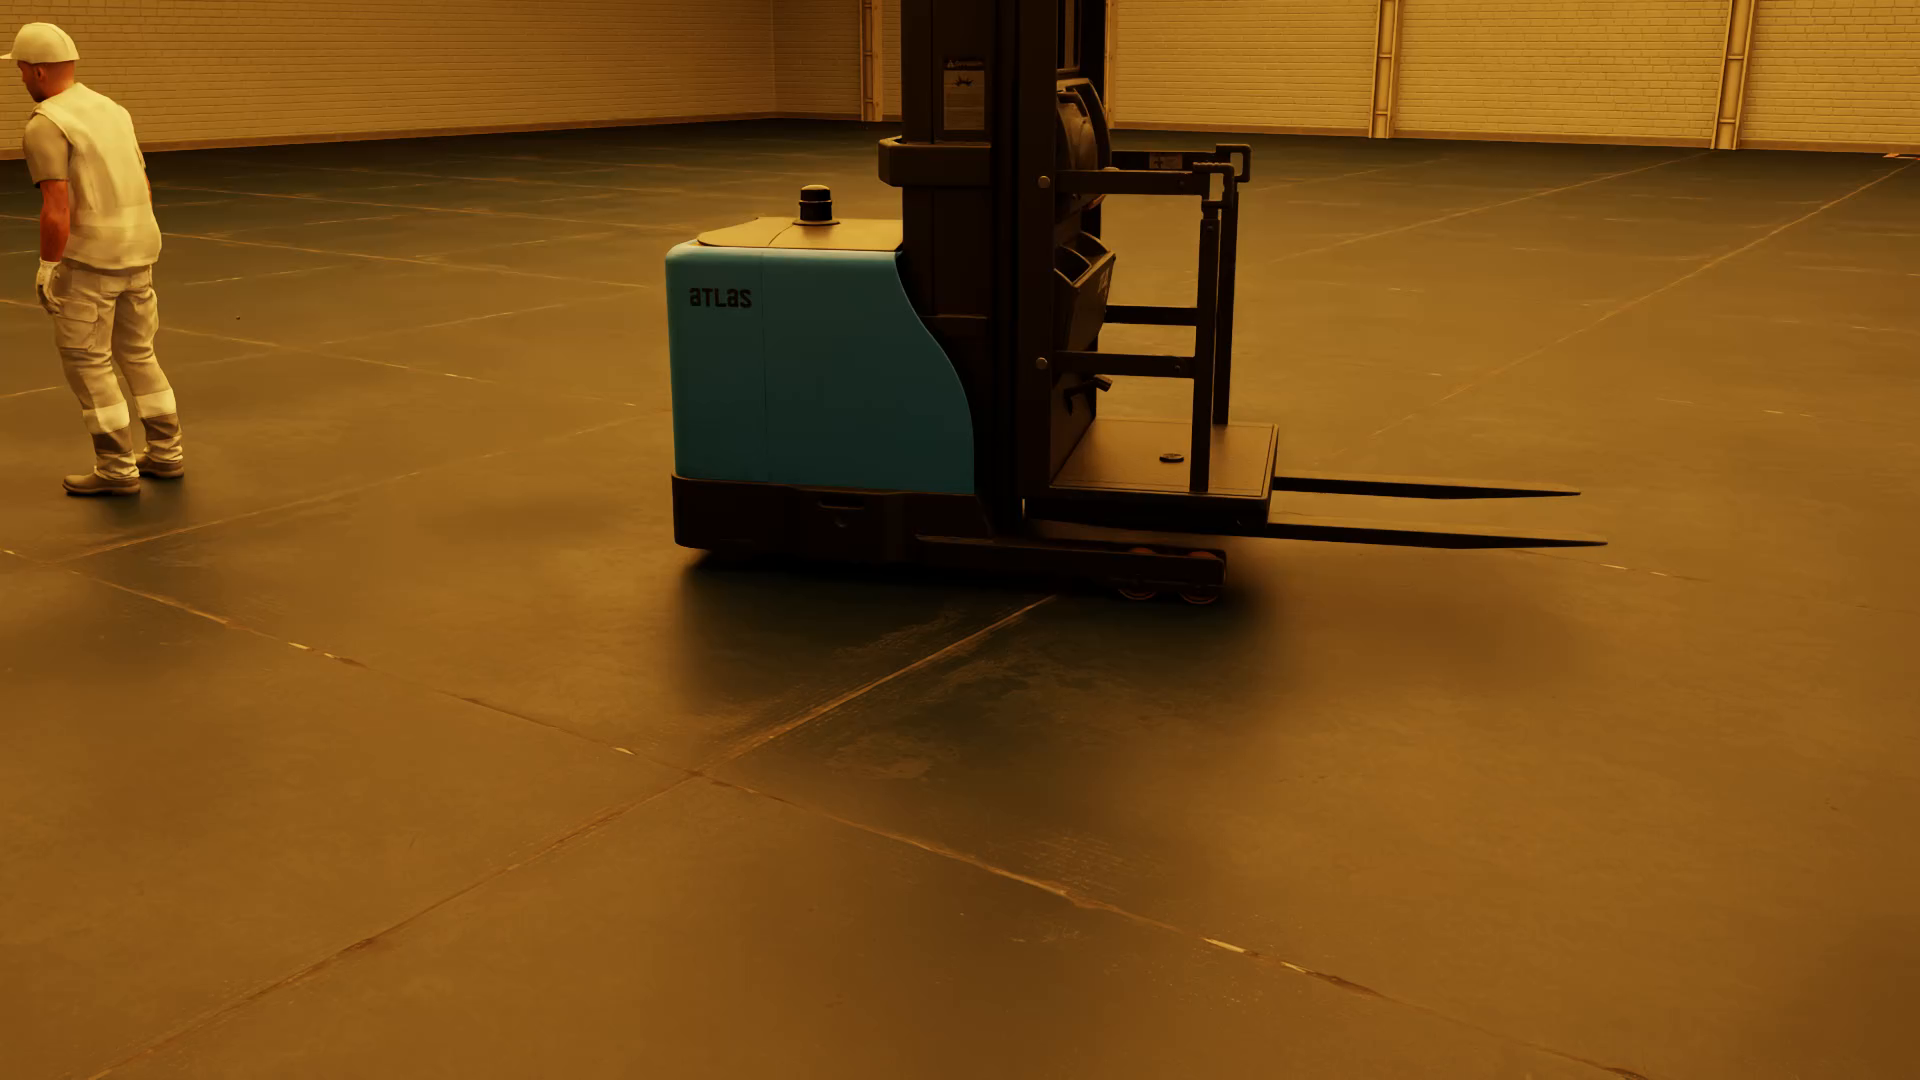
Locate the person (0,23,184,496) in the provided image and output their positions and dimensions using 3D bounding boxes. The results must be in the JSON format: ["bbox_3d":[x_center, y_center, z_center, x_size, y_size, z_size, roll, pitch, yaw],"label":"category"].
[{"bbox_3d":[-3.343,-1.069,6.426,0.451,1.778,0.611,3,17,11],"label":"person"}]

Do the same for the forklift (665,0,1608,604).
[{"bbox_3d":[0.595,-1.367,5.404,3.031,2.935,1.130,4,17,12],"label":"forklift"}]
